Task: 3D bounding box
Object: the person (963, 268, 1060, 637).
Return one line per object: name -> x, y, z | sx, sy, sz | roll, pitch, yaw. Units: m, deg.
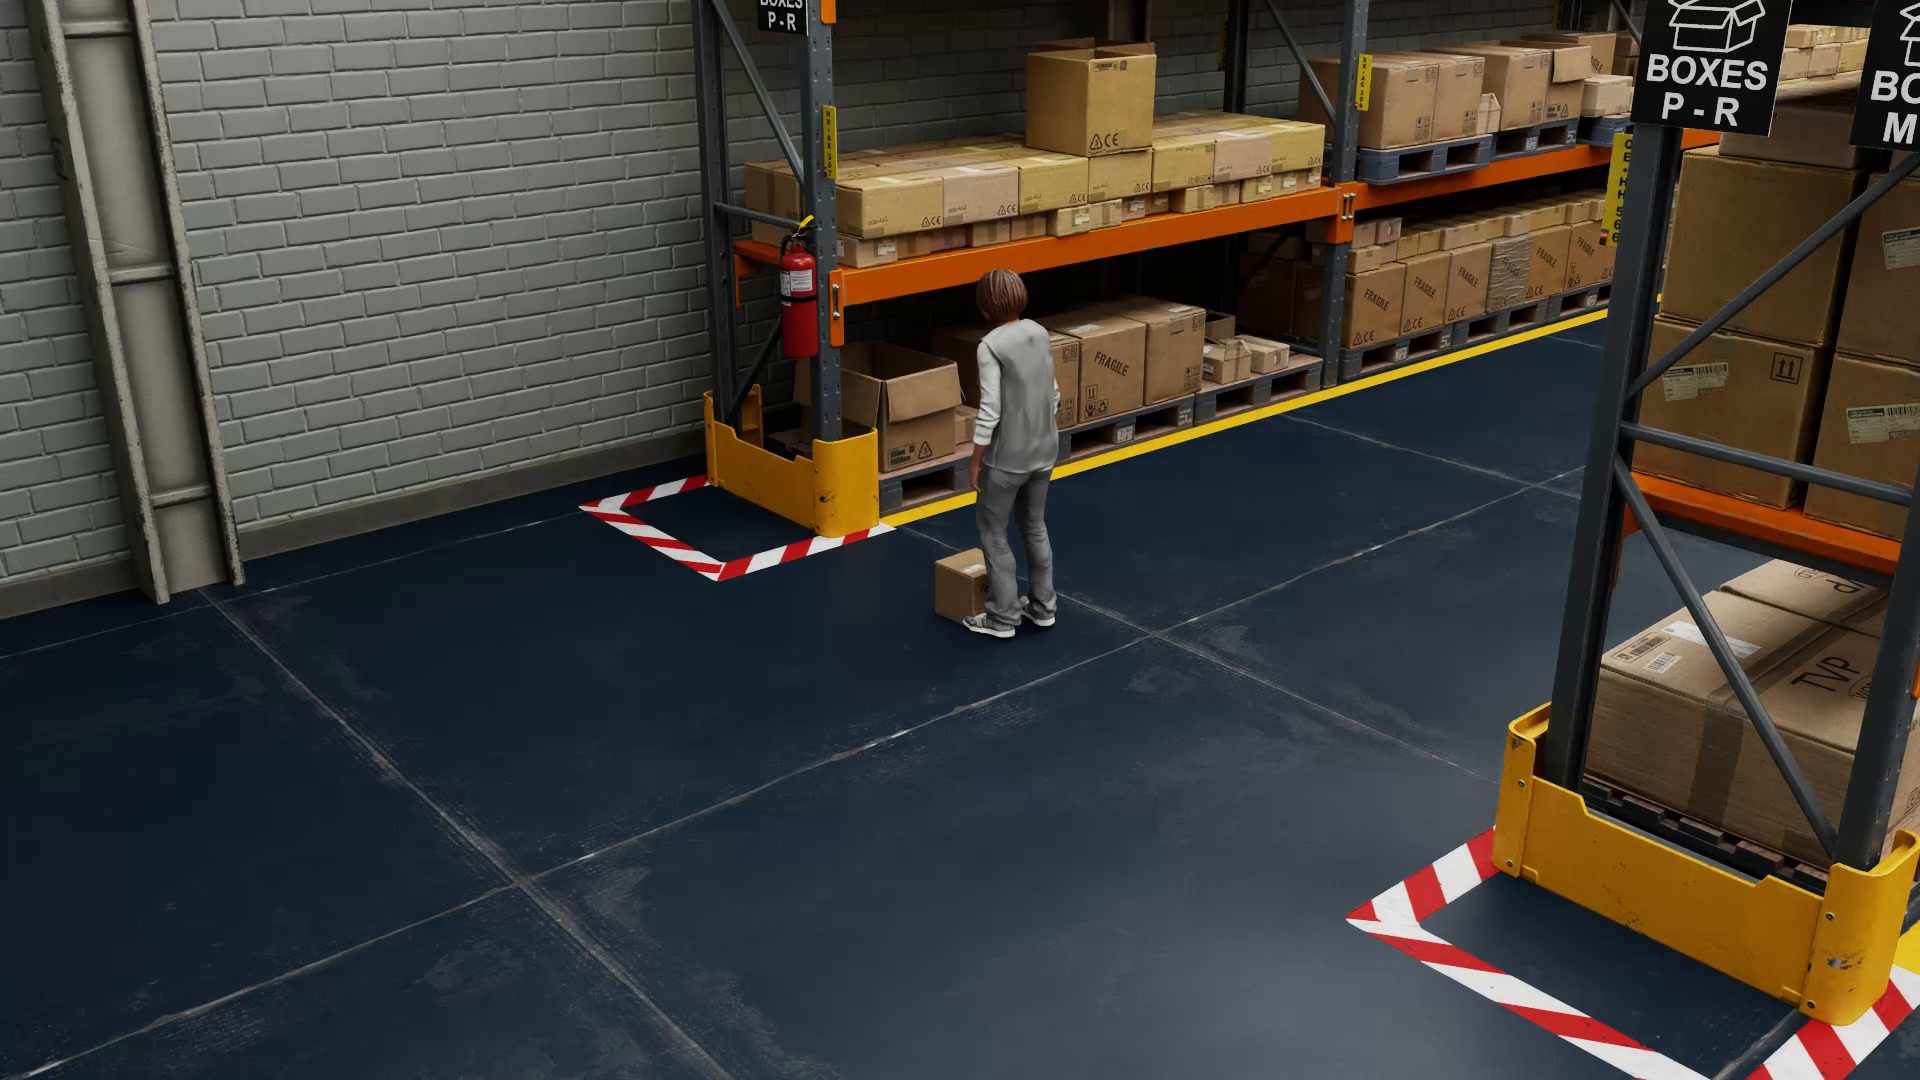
person -> 0.218, -0.349, 6.993 | 0.485, 1.593, 0.374 | -19, 28, -40
